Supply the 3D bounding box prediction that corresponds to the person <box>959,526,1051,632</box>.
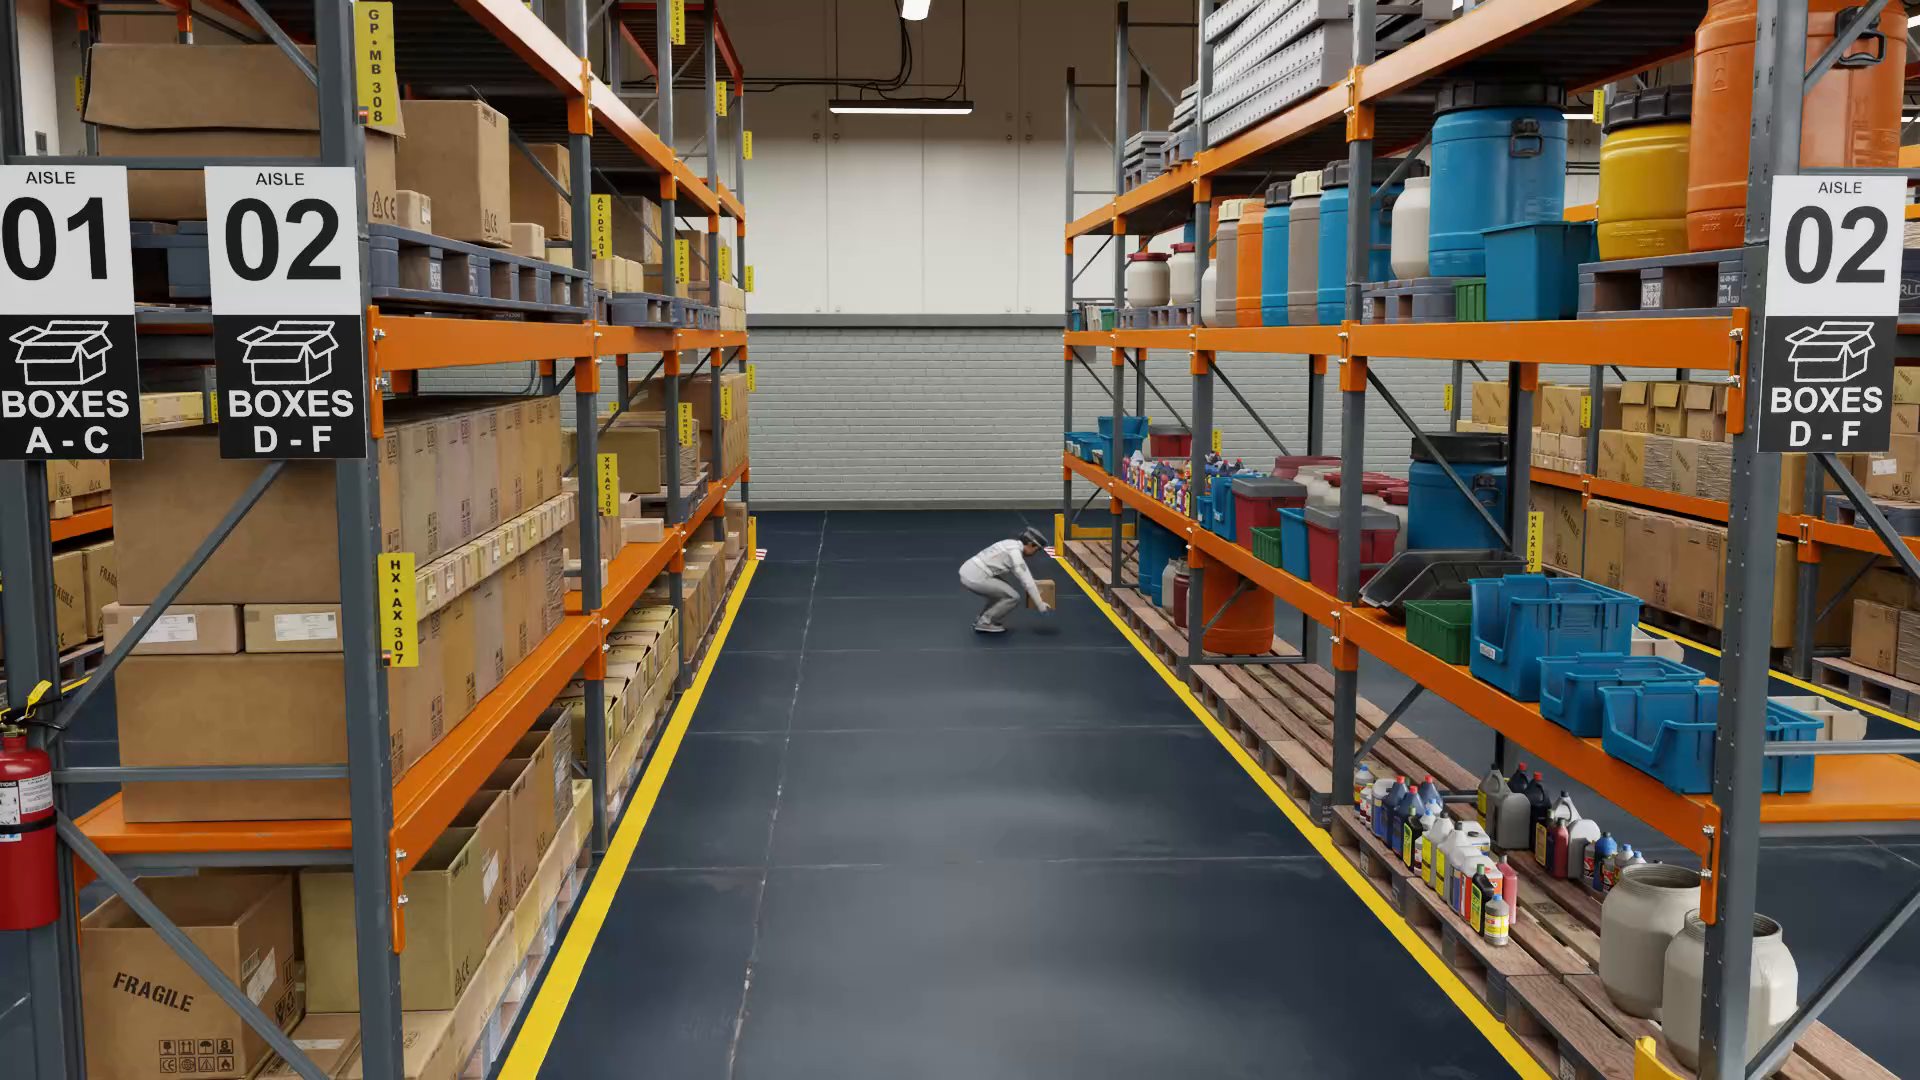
[{"bbox_3d":[0.420,0.366,15.634,0.859,0.979,0.458,-1,7,-5],"label":"person"}]
